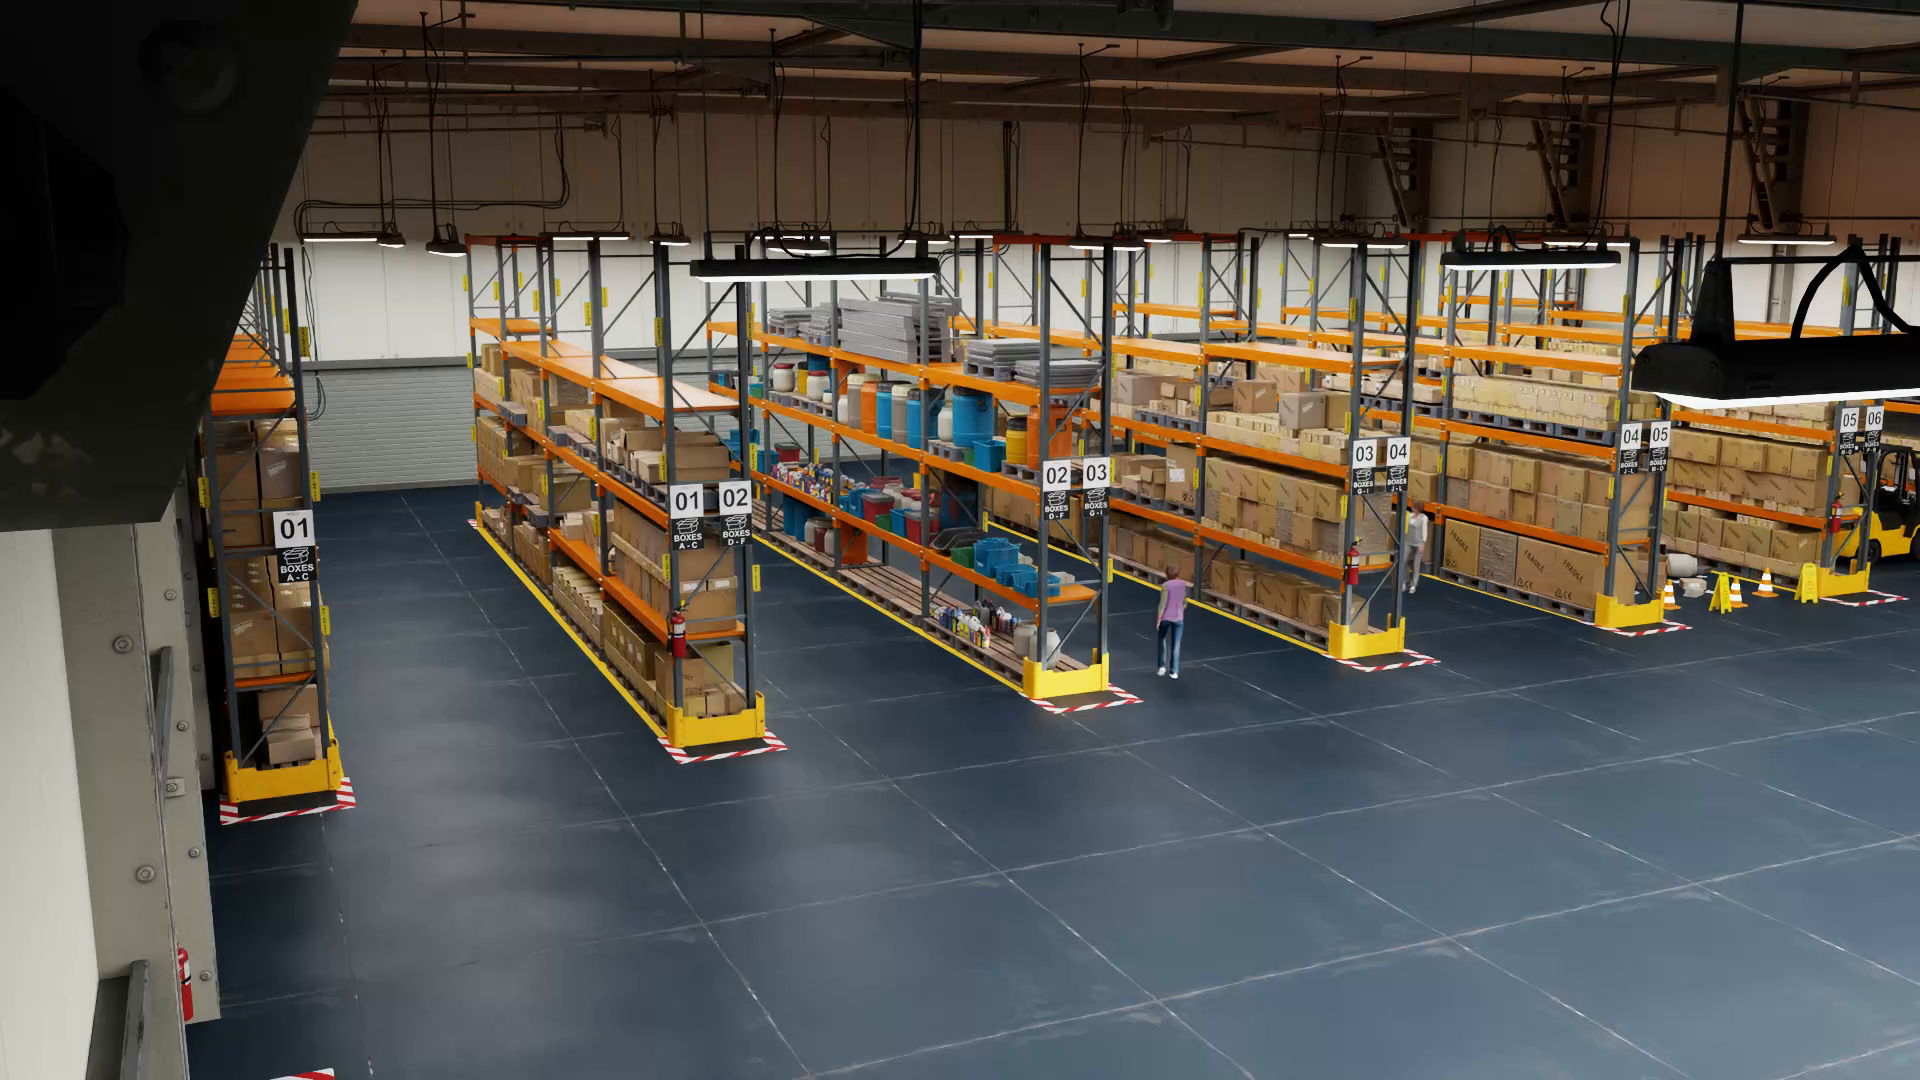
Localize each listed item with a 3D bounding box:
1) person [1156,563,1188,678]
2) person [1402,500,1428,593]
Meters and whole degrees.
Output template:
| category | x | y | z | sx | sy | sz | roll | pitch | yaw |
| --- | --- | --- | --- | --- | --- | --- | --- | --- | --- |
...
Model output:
| category | x | y | z | sx | sy | sz | roll | pitch | yaw |
| --- | --- | --- | --- | --- | --- | --- | --- | --- | --- |
| person | 2.951 | 1.137 | 23.146 | 0.415 | 1.642 | 0.534 | 2 | 11 | 8 |
| person | 7.776 | 0.114 | 28.414 | 0.425 | 1.616 | 0.368 | 8 | 13 | 34 |
